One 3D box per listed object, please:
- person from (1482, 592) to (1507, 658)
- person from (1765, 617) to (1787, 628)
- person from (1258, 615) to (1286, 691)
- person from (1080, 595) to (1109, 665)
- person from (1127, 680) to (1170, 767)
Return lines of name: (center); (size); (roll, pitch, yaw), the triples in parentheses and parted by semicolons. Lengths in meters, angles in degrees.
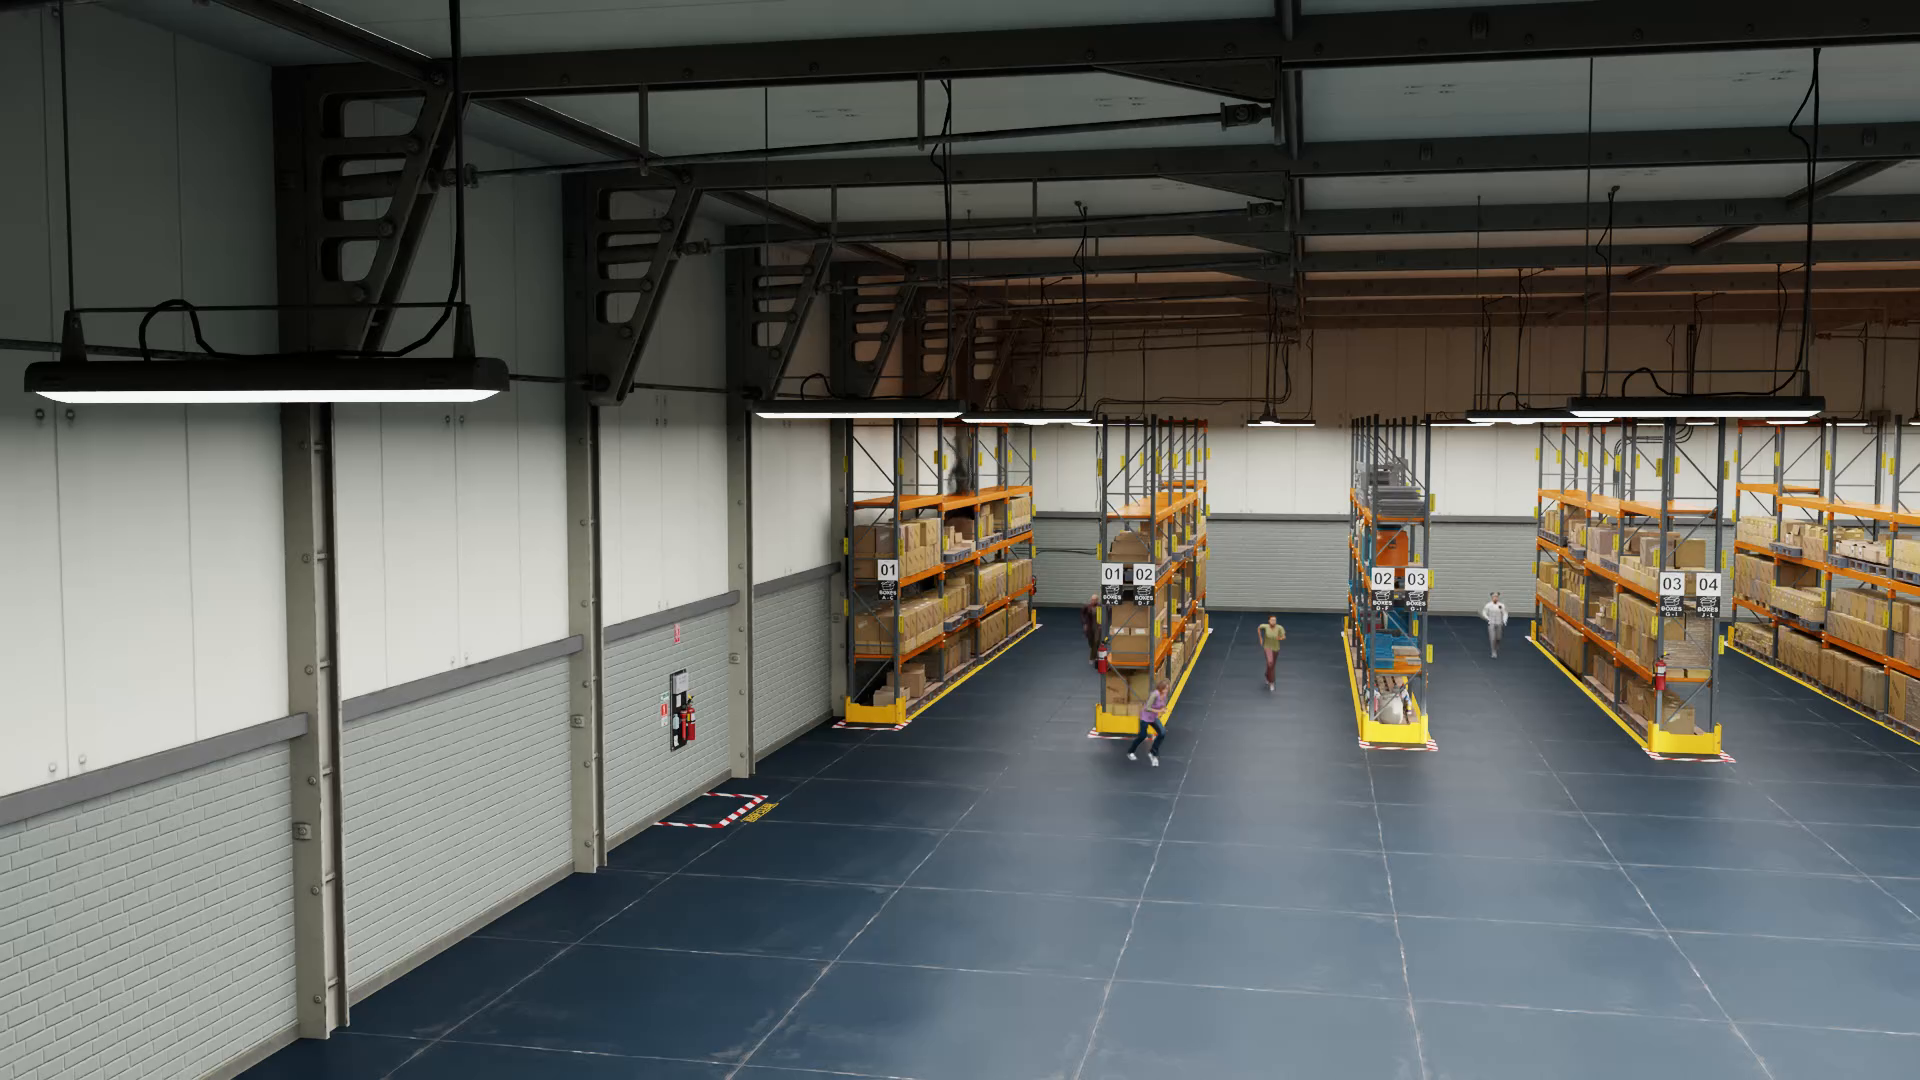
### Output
person: (13.472, 2.120, 41.875); (0.616, 1.659, 0.554); (1, 4, 11)
person: (21.962, 1.951, 44.680); (0.669, 1.598, 0.598); (-2, 5, -33)
person: (6.887, 2.459, 36.807); (0.576, 1.674, 0.950); (0, 4, -3)
person: (3.307, 2.177, 40.775); (0.712, 1.726, 0.881); (0, 4, 4)
person: (3.241, 3.128, 28.364); (0.906, 1.466, 0.579); (4, 5, 44)
